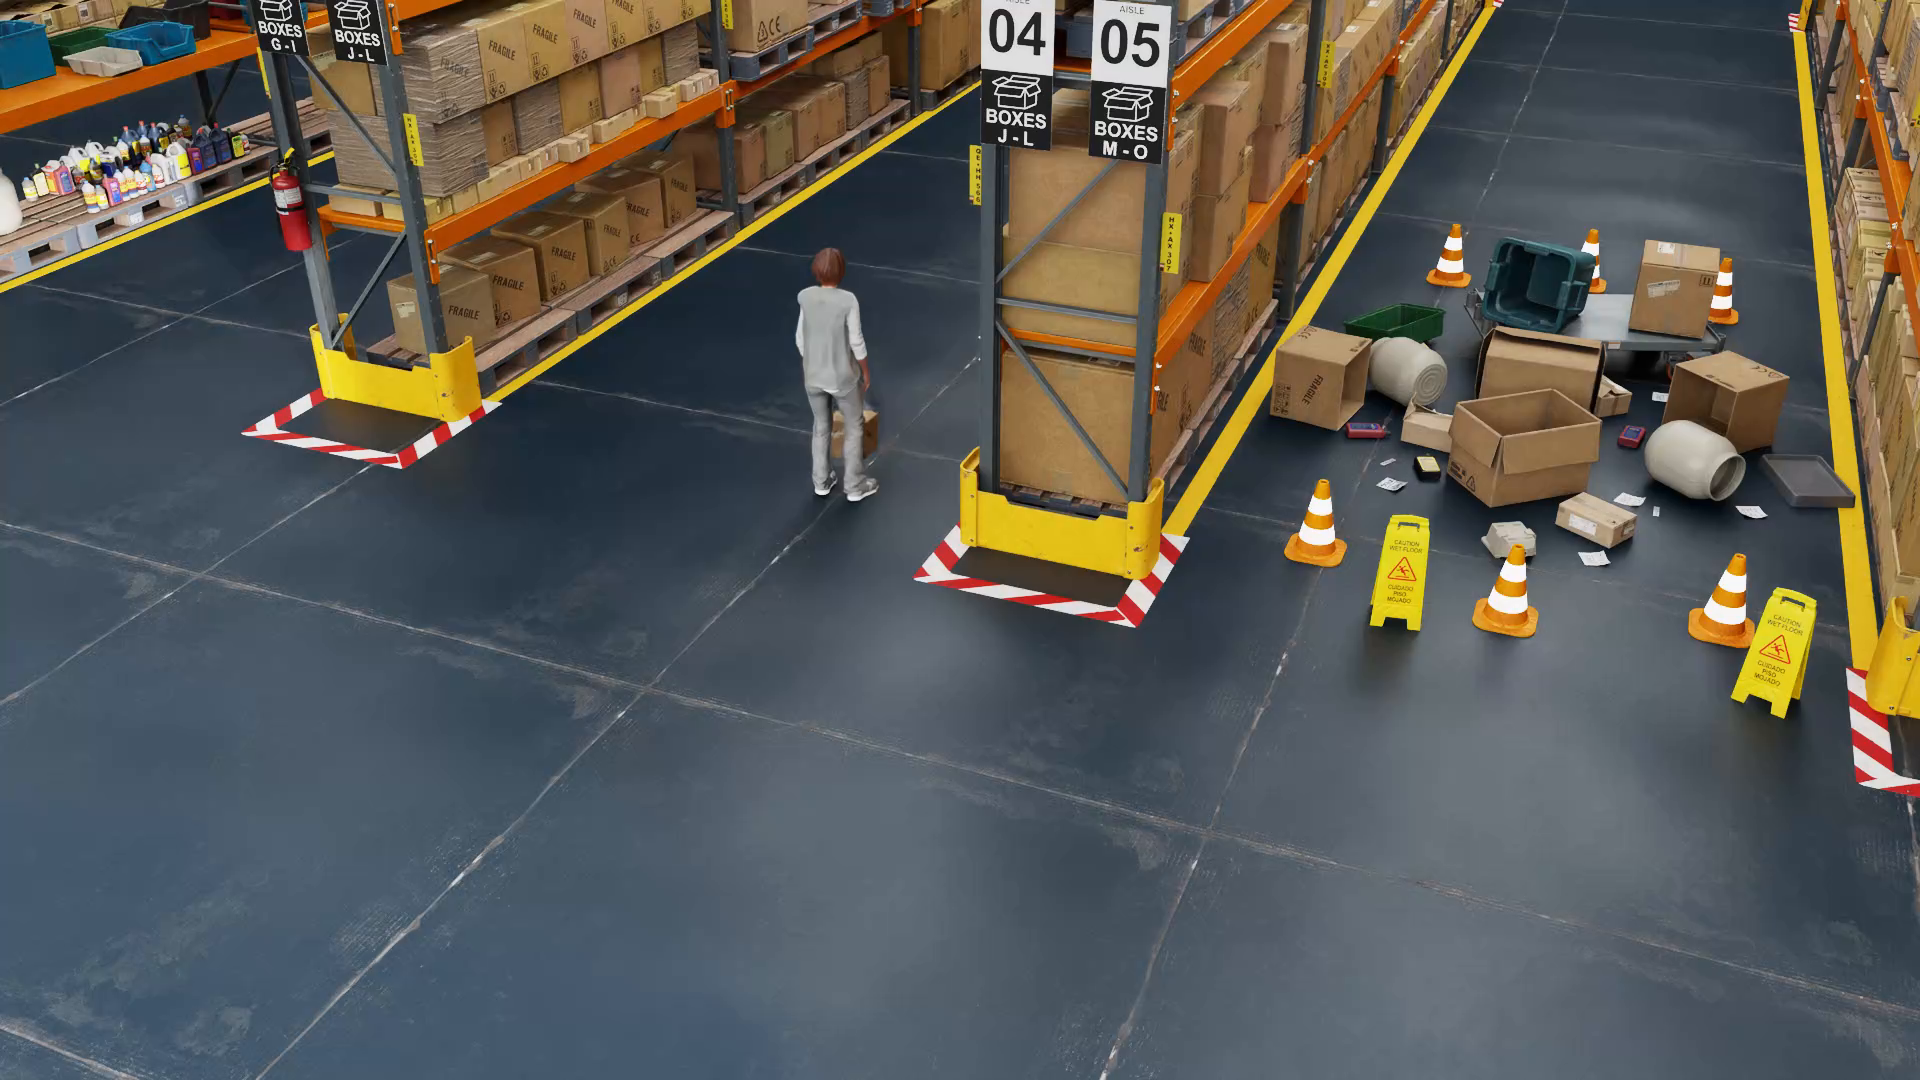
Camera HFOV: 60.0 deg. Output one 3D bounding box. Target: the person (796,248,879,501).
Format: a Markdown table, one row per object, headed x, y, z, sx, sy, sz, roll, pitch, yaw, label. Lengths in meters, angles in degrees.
| x | y | z | sx | sy | sz | roll | pitch | yaw | label |
| --- | --- | --- | --- | --- | --- | --- | --- | --- | --- |
| -0.768 | -0.991 | 10.106 | 0.456 | 1.596 | 0.342 | 11 | 32 | 18 | person |
